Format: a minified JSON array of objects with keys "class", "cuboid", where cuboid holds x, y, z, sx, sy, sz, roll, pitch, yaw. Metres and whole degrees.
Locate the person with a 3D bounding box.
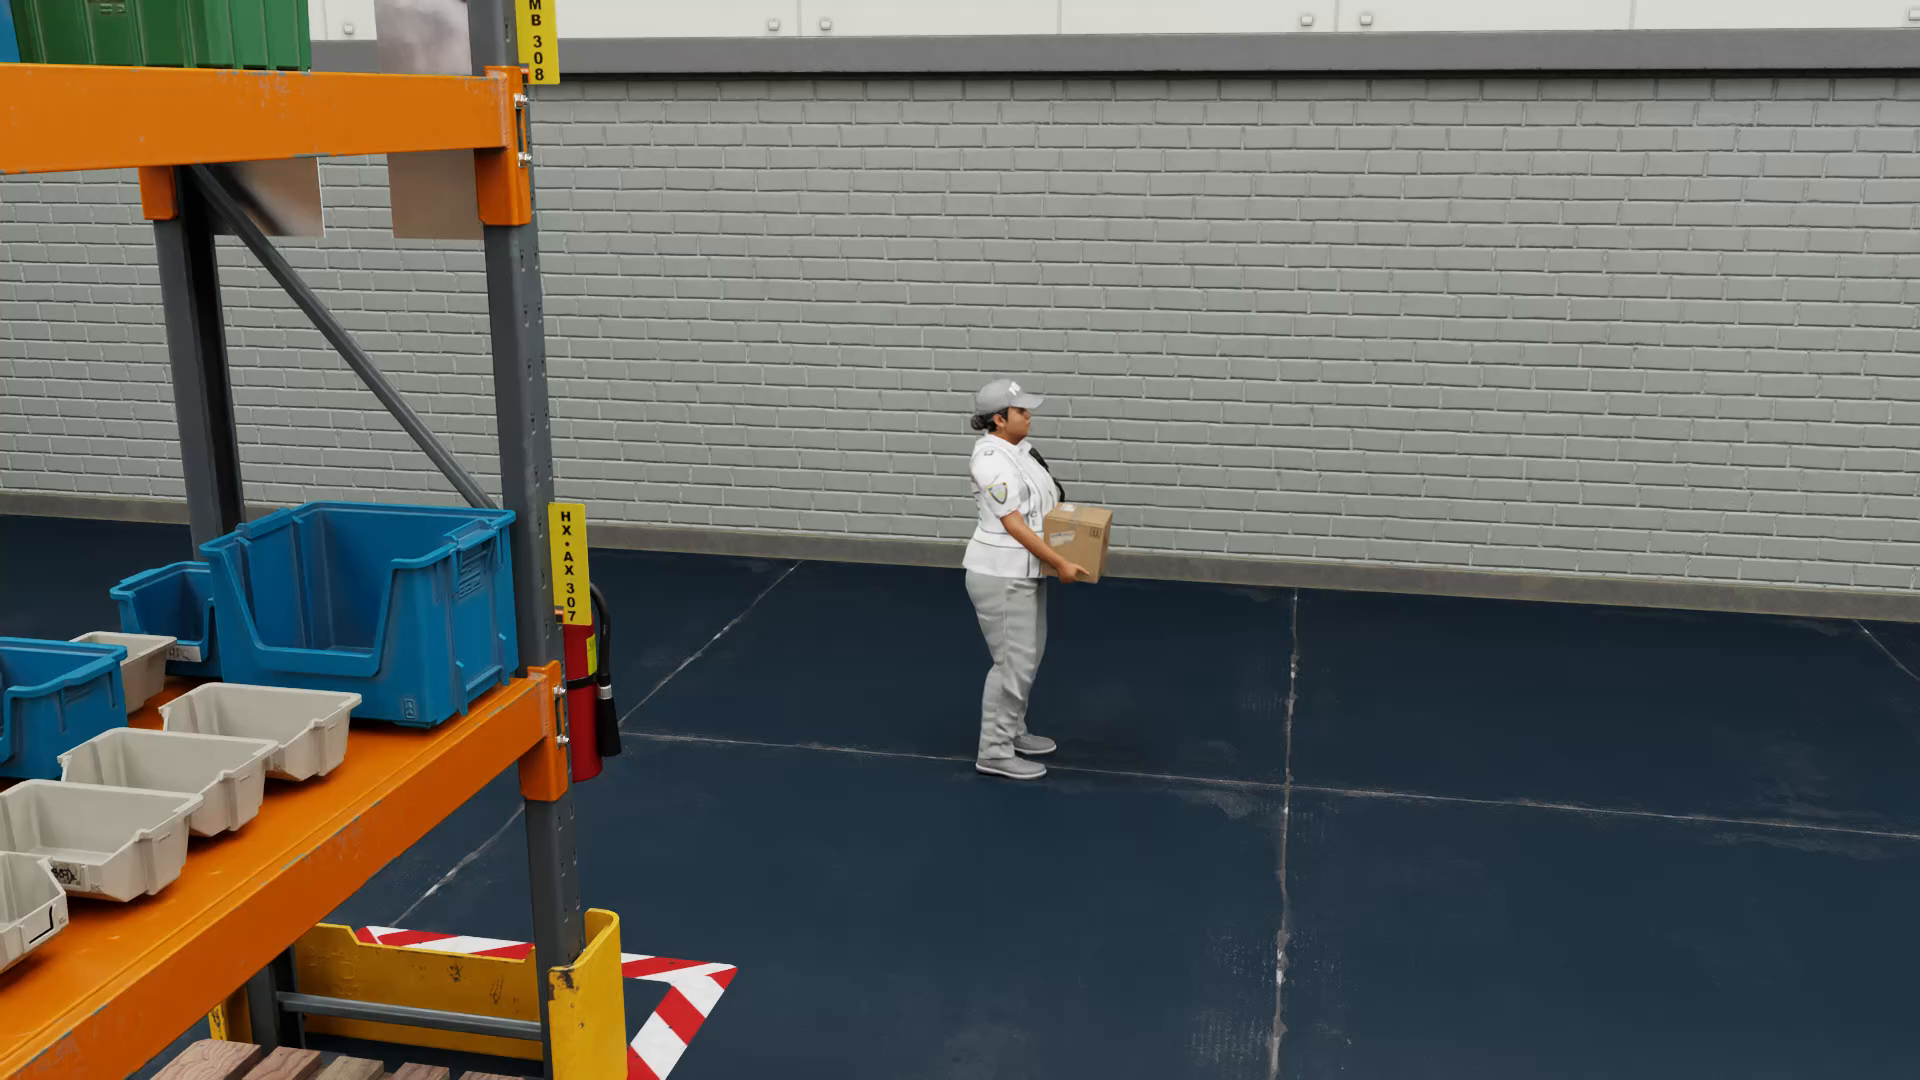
[{"class":"person","cuboid":[0.290,0.156,6.940,0.541,1.655,0.454,3,15,12]}]
